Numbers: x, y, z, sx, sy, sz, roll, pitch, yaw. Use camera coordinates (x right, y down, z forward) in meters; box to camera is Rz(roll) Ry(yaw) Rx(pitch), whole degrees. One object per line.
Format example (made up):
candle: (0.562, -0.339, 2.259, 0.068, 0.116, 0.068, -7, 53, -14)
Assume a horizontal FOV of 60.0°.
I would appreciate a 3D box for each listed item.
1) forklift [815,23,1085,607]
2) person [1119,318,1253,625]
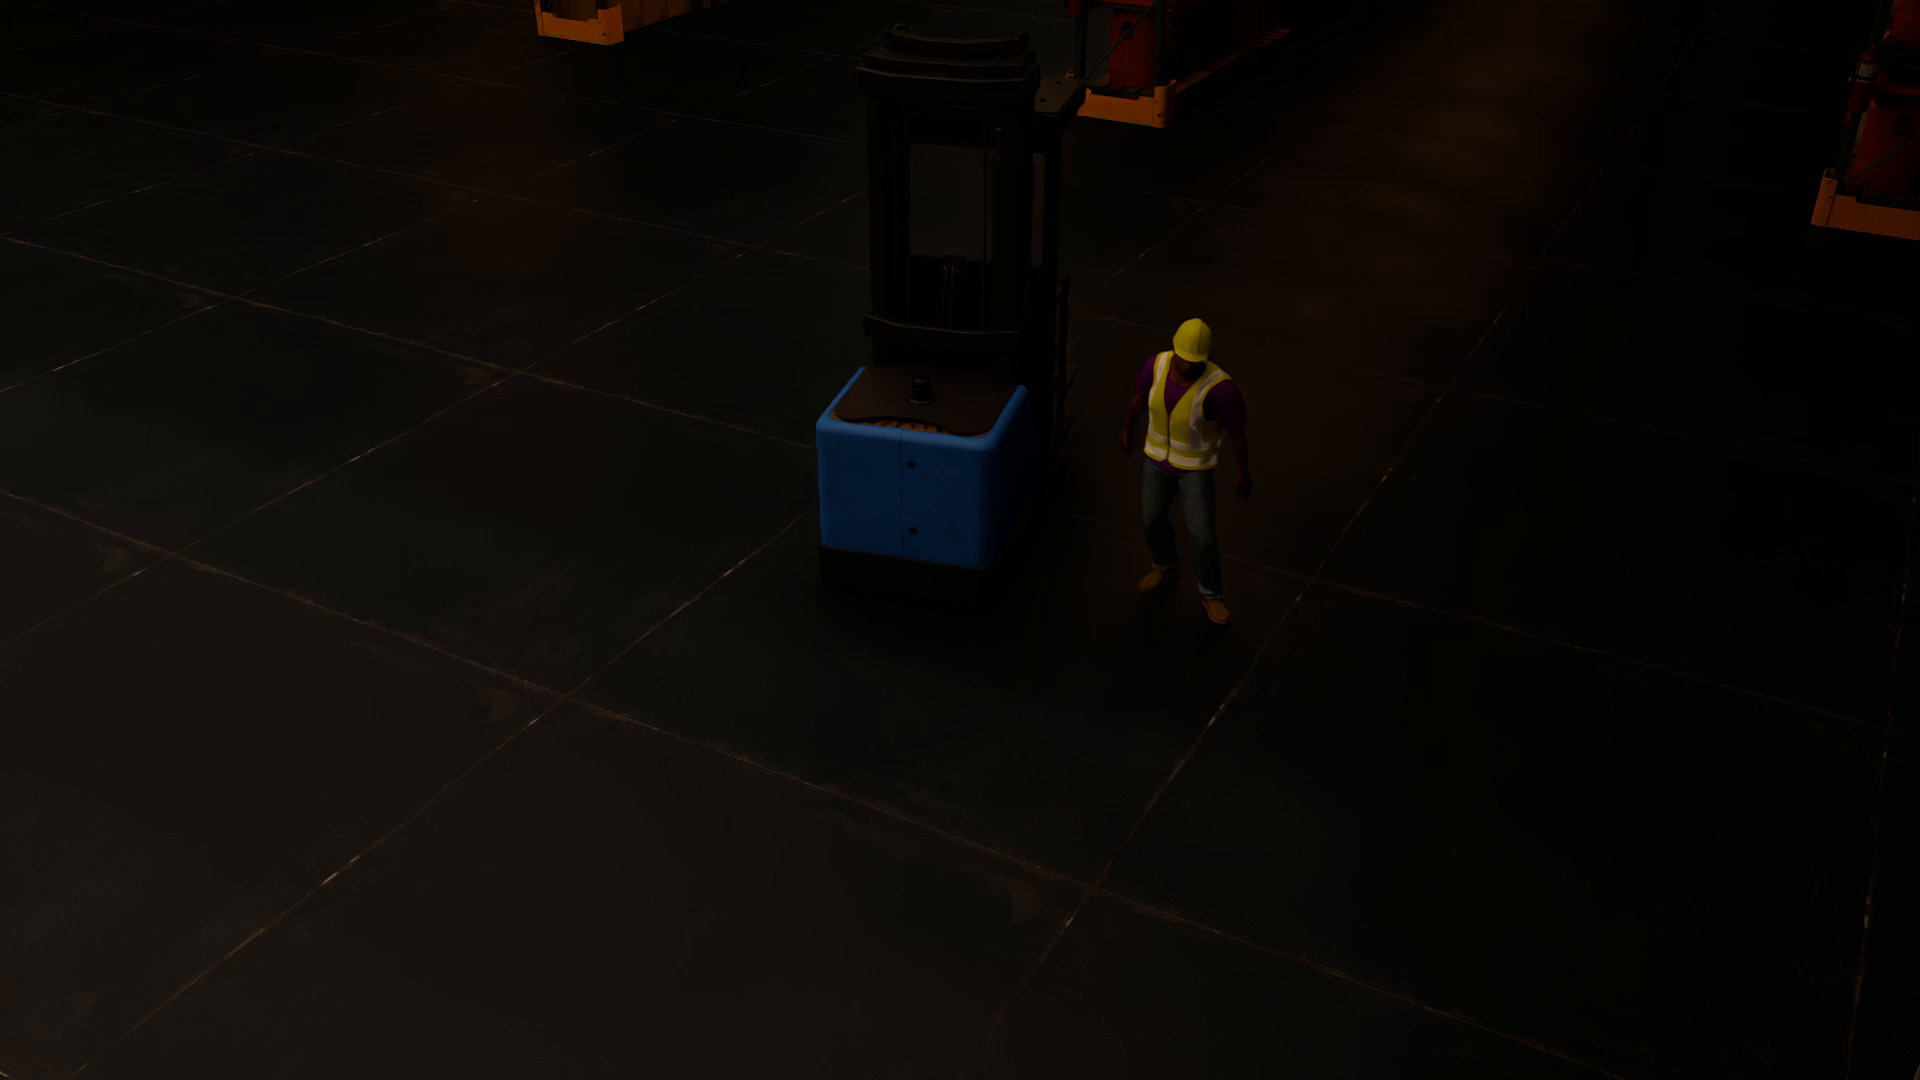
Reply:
forklift: (0.088, -1.623, 9.884, 1.130, 2.935, 3.031, 8, 31, 13)
person: (1.195, -0.428, 9.041, 0.883, 1.733, 0.472, 22, 36, 33)
